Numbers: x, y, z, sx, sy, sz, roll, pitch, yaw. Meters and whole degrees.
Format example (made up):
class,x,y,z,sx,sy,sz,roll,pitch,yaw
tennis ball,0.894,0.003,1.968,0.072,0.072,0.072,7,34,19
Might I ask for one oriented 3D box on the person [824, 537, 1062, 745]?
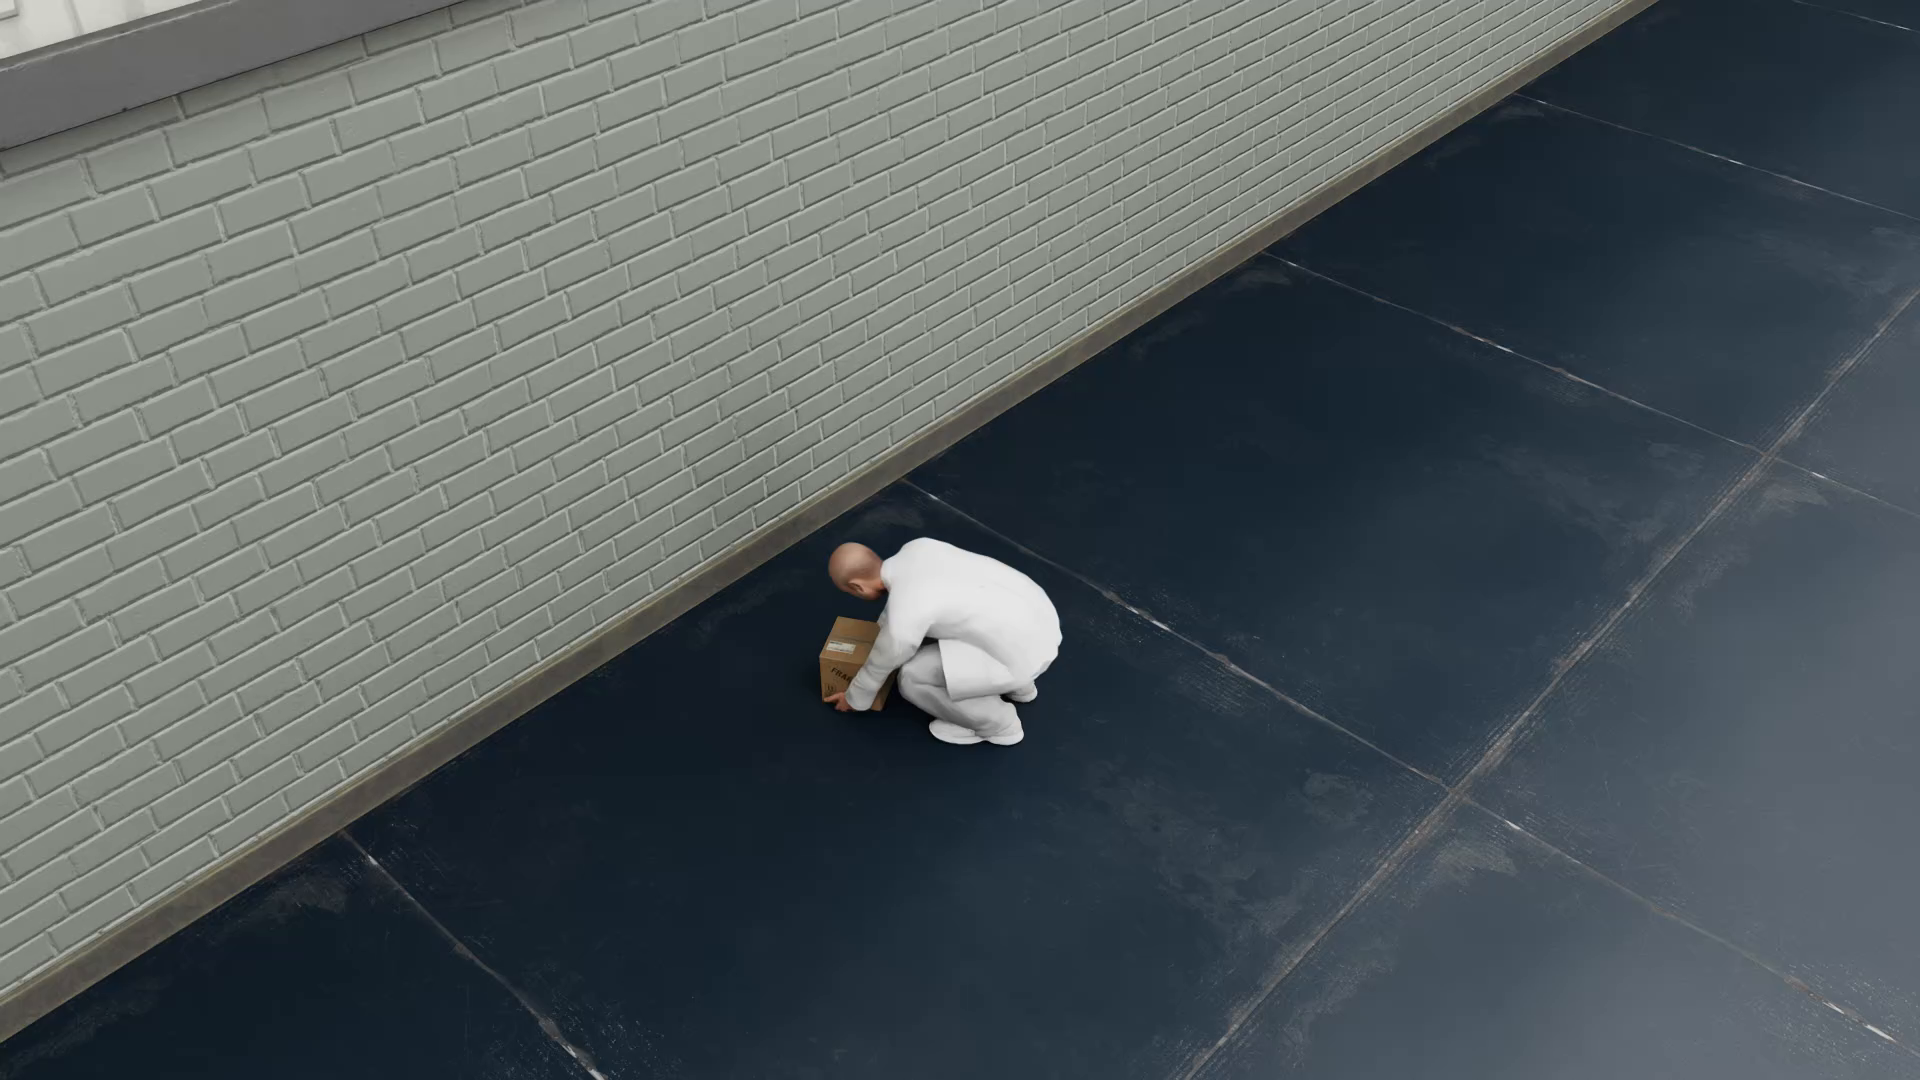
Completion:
class,x,y,z,sx,sy,sz,roll,pitch,yaw
person,-0.069,0.393,6.533,0.932,0.889,0.582,8,40,10
